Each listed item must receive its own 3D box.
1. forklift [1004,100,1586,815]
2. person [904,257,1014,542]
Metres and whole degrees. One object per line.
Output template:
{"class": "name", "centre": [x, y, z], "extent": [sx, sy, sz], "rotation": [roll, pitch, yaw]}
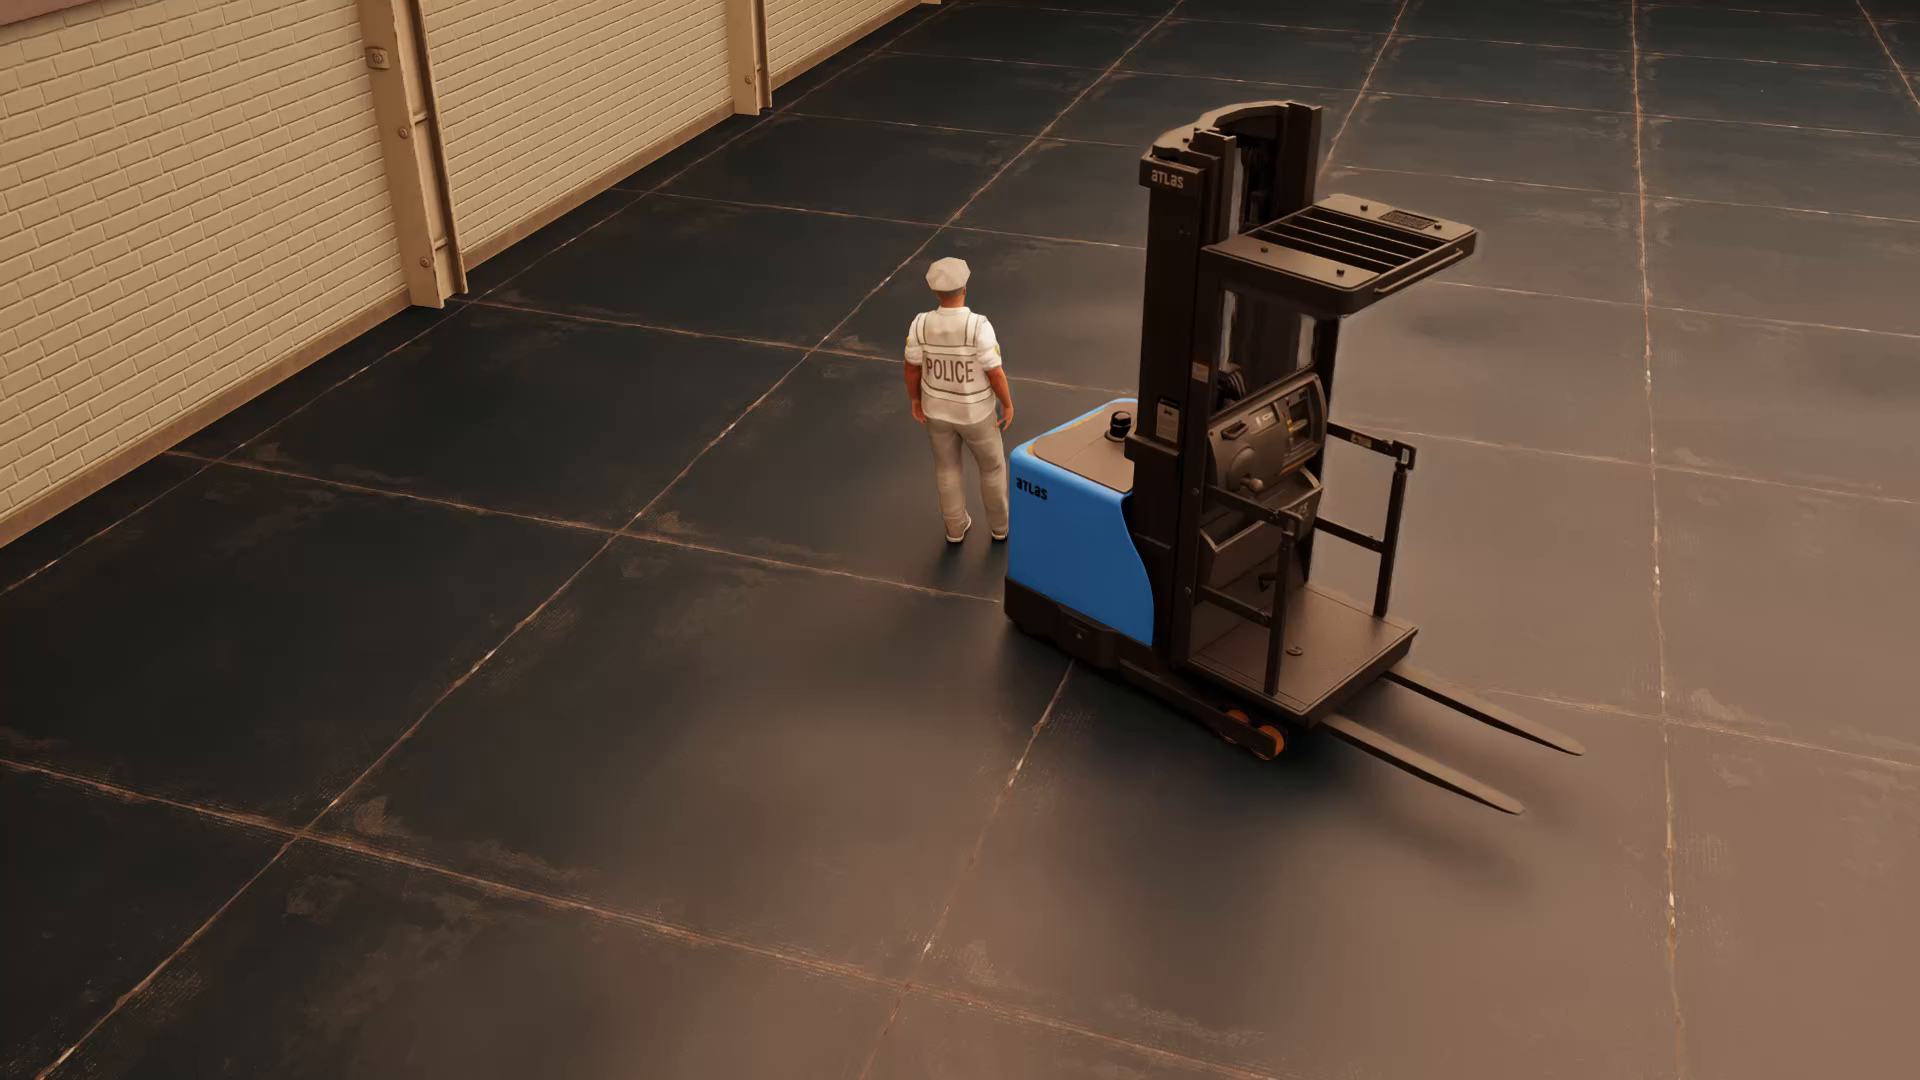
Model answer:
{"class": "forklift", "centre": [1.656, -0.484, 7.985], "extent": [3.031, 2.935, 1.130], "rotation": [25, 38, 37]}
{"class": "person", "centre": [0.029, -0.817, 9.720], "extent": [0.656, 1.777, 0.561], "rotation": [9, 31, 16]}
